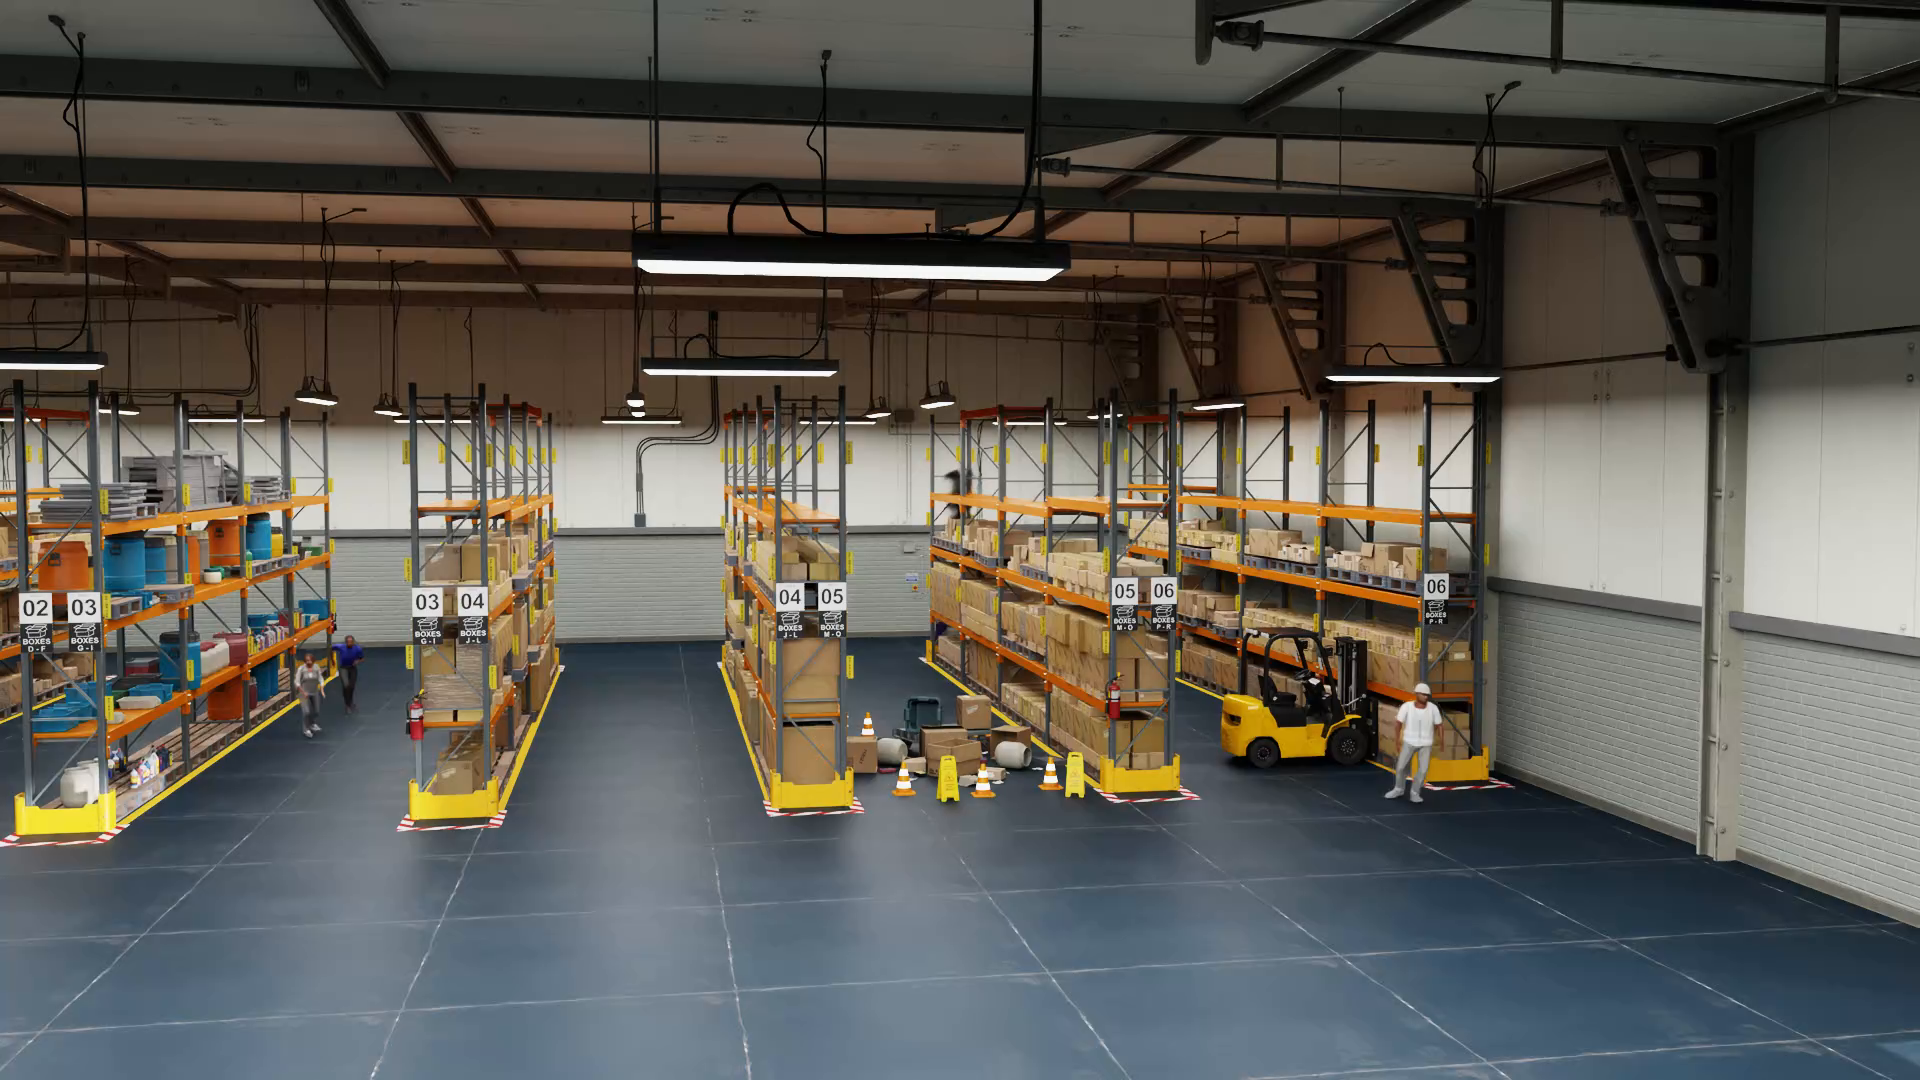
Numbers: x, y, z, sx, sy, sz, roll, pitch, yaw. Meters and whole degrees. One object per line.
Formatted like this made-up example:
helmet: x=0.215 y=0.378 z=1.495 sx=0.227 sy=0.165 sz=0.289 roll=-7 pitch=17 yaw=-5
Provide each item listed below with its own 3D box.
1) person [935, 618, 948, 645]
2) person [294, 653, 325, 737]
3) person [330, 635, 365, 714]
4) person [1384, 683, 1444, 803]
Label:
person: x=-0.443 y=2.121 z=41.674 sx=0.599 sy=1.565 sz=0.619 roll=0 pitch=3 yaw=-9
person: x=-11.636 y=2.747 z=29.669 sx=0.509 sy=1.524 sz=0.706 roll=-2 pitch=4 yaw=-38
person: x=-11.956 y=2.612 z=32.448 sx=0.623 sy=1.603 sz=0.963 roll=-1 pitch=3 yaw=-24
person: x=6.537 y=2.922 z=23.891 sx=0.793 sy=1.734 sz=0.589 roll=0 pitch=3 yaw=6
